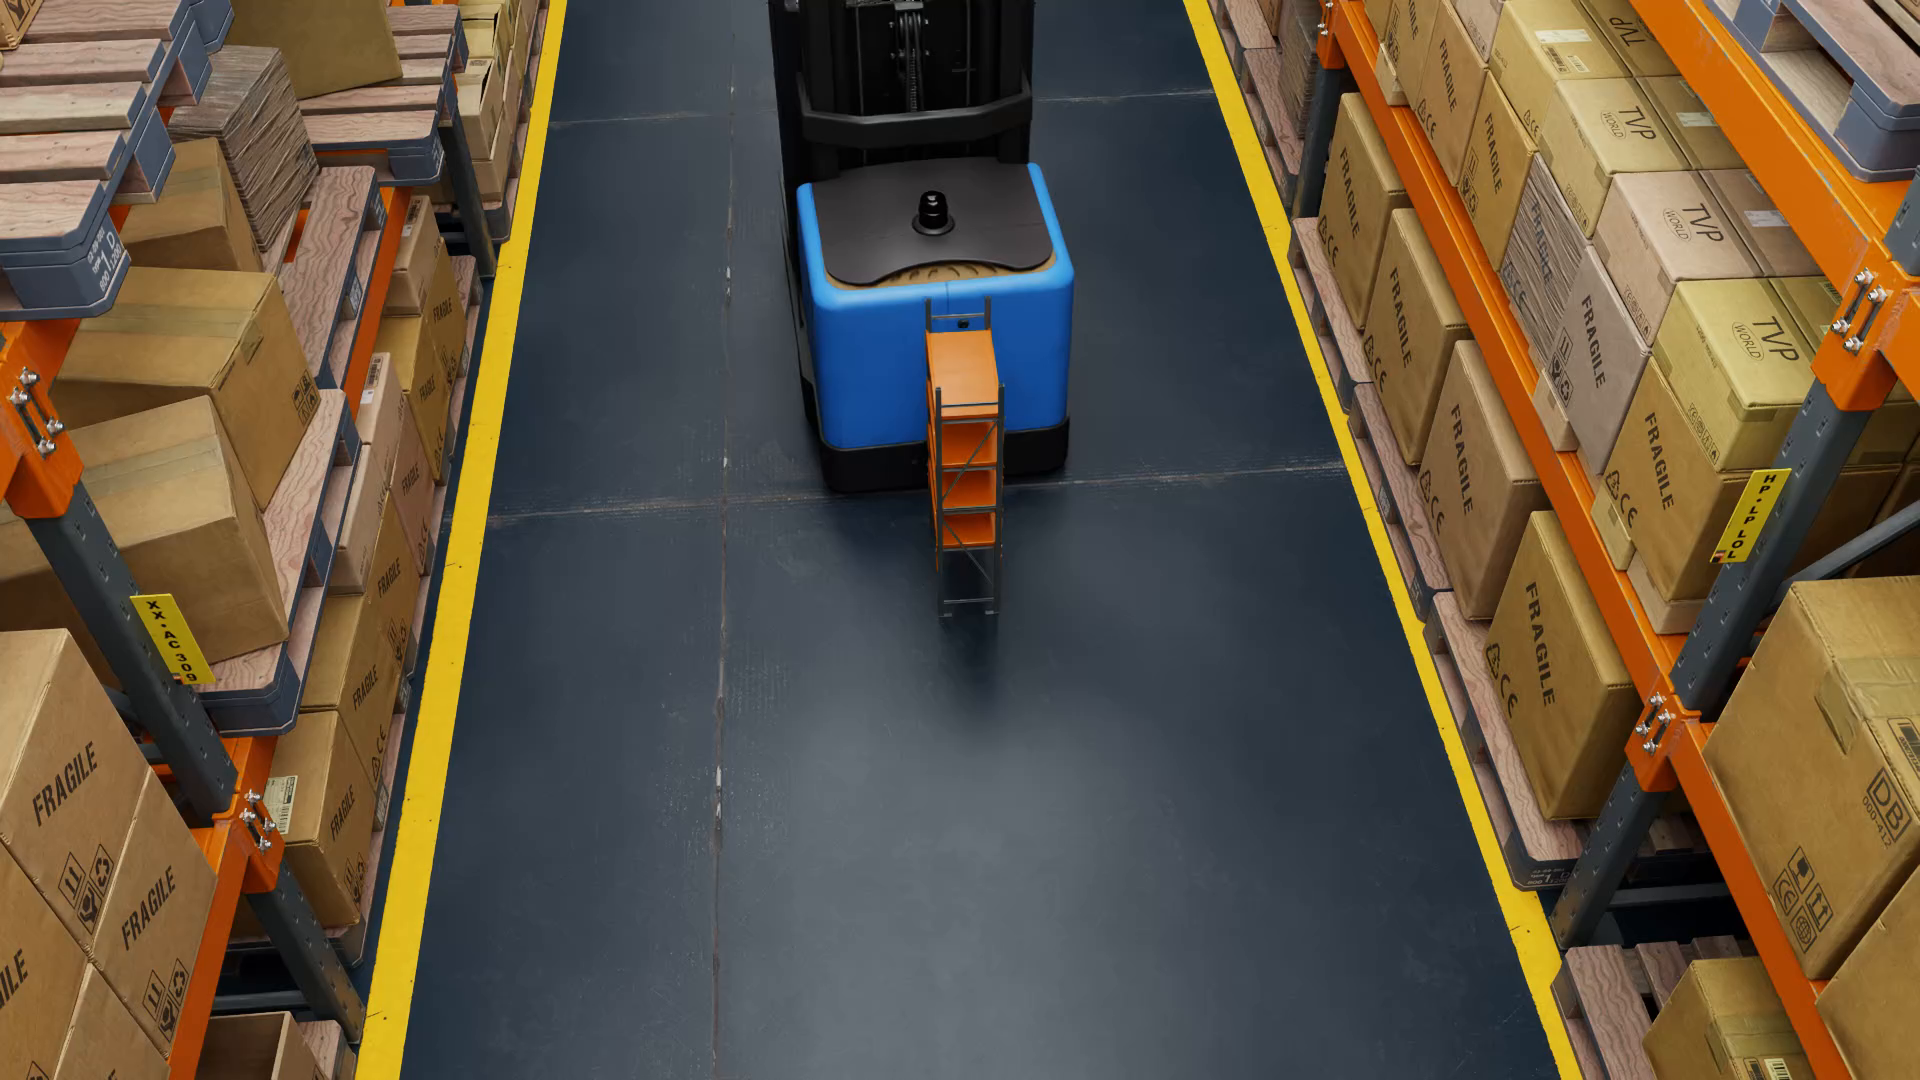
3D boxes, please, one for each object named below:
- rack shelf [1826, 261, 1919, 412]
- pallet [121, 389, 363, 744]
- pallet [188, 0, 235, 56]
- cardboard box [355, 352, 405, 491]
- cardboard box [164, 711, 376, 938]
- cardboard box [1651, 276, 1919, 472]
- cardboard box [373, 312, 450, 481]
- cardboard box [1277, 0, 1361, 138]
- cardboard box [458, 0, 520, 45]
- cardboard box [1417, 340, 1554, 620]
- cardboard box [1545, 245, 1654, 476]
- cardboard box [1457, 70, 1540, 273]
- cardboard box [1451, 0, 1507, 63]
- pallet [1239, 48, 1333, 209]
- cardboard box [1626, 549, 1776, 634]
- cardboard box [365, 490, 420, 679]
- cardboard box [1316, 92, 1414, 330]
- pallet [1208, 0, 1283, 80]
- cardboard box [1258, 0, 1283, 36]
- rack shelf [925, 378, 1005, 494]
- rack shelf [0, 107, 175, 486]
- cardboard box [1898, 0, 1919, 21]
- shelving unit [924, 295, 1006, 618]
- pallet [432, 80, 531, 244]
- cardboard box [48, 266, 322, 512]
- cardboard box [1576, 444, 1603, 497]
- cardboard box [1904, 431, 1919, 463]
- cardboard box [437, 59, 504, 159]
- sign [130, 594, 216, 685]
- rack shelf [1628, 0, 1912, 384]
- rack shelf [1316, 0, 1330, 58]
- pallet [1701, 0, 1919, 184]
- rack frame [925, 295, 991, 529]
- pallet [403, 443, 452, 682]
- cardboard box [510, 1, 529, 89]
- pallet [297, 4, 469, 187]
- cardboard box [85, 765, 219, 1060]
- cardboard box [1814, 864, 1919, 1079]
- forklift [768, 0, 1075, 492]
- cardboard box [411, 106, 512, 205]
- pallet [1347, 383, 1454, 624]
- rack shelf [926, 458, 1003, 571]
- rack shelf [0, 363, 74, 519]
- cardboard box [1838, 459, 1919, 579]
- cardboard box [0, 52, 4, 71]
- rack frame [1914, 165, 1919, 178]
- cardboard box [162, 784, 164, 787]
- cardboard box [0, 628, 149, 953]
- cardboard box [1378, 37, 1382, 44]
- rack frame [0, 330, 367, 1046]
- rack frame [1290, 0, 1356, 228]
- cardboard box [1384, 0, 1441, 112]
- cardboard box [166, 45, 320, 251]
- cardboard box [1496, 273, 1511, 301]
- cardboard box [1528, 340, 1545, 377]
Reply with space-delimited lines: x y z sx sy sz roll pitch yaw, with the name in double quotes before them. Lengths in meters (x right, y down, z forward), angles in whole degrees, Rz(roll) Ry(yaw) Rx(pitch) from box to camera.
"rack shelf" 2.672 0.937 2.362 1.077 0.370 4.000 -3 47 -3
"pallet" -2.389 0.059 4.896 1.003 0.211 1.213 -3 47 -3
"pallet" -2.506 -1.615 4.413 1.213 0.211 1.003 -3 47 -3
"cardboard box" -2.355 -0.423 6.123 0.500 0.250 0.500 -4 47 -4
"cardboard box" -2.229 0.922 5.366 0.500 0.500 0.500 -5 47 -5
"cardboard box" 2.211 -0.449 4.442 0.500 0.250 0.500 -2 47 -2
"cardboard box" -2.411 -0.571 6.780 0.500 0.500 0.500 -5 47 -5
"cardboard box" 2.058 -2.429 8.540 0.700 0.500 0.500 -3 47 -3
"cardboard box" -2.610 -2.853 8.741 0.500 0.311 0.500 -5 47 -4
"cardboard box" 2.243 -0.236 6.235 0.750 0.750 0.750 -2 47 -2
"cardboard box" 2.162 -0.556 5.060 0.500 0.500 0.500 -3 47 -3
"cardboard box" 2.082 -1.281 5.747 0.500 0.500 0.500 -2 47 -2
"cardboard box" 2.042 -1.927 5.841 0.500 0.250 0.500 -3 47 -3
"pallet" 2.106 -2.226 8.849 1.003 0.211 1.213 -3 47 -3
"cardboard box" 2.194 0.127 4.860 0.380 0.149 0.250 -3 47 -3
"cardboard box" -2.319 0.174 6.074 0.500 0.500 0.500 -3 47 -3
"cardboard box" 2.101 -1.485 7.418 0.750 0.750 0.750 -4 47 -4
"pallet" 2.007 -3.107 9.684 1.003 0.211 1.213 -3 47 -3
"cardboard box" 2.060 -3.167 9.238 0.700 0.500 0.500 -4 47 -4
"rack shelf" 0.014 -0.400 6.224 0.258 0.148 0.480 -3 47 -3
"rack shelf" -2.599 -1.653 4.815 1.077 0.370 4.000 -3 47 -3
"cardboard box" 2.540 -1.586 3.885 0.700 0.500 0.500 -6 47 -5
"shelving unit" 0.014 -0.293 6.337 0.258 1.200 0.503 -3 47 -3
"pallet" -2.796 -1.955 8.593 1.003 0.211 1.213 -3 47 -3
"cardboard box" -2.369 -0.451 4.889 0.700 0.500 0.500 3 47 3
"cardboard box" 2.173 -0.245 5.212 0.380 0.149 0.250 -2 47 -2
"cardboard box" 2.726 -0.476 4.467 0.500 0.250 0.500 -2 47 -2
"cardboard box" -2.517 -2.104 8.032 0.500 0.311 0.500 -2 47 -2
"sign" -1.891 0.242 3.995 0.100 0.325 0.005 -3 47 -3
"rack shelf" 2.337 -1.957 5.103 1.077 0.370 4.000 -3 47 -3
"rack shelf" 2.002 -3.819 8.933 1.077 0.370 4.000 -3 47 -3
"pallet" 2.379 -1.352 4.166 0.805 0.209 1.217 -5 47 -5
"rack frame" -0.007 -0.469 6.505 0.240 1.200 0.015 -3 47 -3
"pallet" -2.642 0.066 6.678 1.003 0.211 1.213 -3 47 -3
"cardboard box" -2.610 -2.651 8.936 0.500 0.250 0.500 -5 47 -4
"pallet" -2.640 -1.764 6.623 1.213 0.211 1.003 -3 47 -3
"cardboard box" -2.134 0.890 3.909 0.500 0.500 0.500 -3 47 -3
"cardboard box" 2.589 1.093 3.579 0.980 0.700 0.700 -5 47 -4
"forklift" -0.277 -2.293 7.039 1.130 2.935 3.031 -6 47 -6
"cardboard box" -2.517 -1.911 8.235 0.500 0.250 0.500 -4 47 -3
"pallet" 2.260 -0.205 6.935 1.003 0.211 1.213 -3 47 -3
"rack shelf" 0.014 -0.110 6.530 0.258 0.148 0.480 -3 47 -3
"rack shelf" -2.264 1.241 2.075 1.077 0.370 4.000 -3 47 -3
"cardboard box" 2.717 -0.217 4.739 0.500 0.500 0.500 -5 47 -5
"cardboard box" -2.400 -1.035 3.308 0.600 0.600 0.600 -8 47 -7
"rack frame" 2.505 -1.788 2.382 1.000 3.000 0.127 -3 47 -3
"cardboard box" -2.758 0.947 5.342 0.500 0.500 0.500 -4 47 -4
"cardboard box" -2.131 0.550 3.542 0.500 0.500 0.500 -3 47 -3
"cardboard box" 1.979 -2.105 6.973 0.380 0.149 0.250 -3 47 -3
"rack frame" -2.431 0.578 4.273 1.000 3.000 0.127 -3 47 -3
"rack frame" 2.170 -2.620 7.301 1.000 3.000 0.127 -3 47 -3
"cardboard box" 1.990 -2.017 6.443 0.500 0.500 0.500 -2 47 -2
"cardboard box" -2.715 -1.372 5.762 0.700 0.500 0.500 4 47 4
"cardboard box" 2.121 -0.988 5.916 0.380 0.149 0.250 -2 47 -2
"cardboard box" 2.138 -0.613 5.561 0.380 0.149 0.250 -3 47 -3
